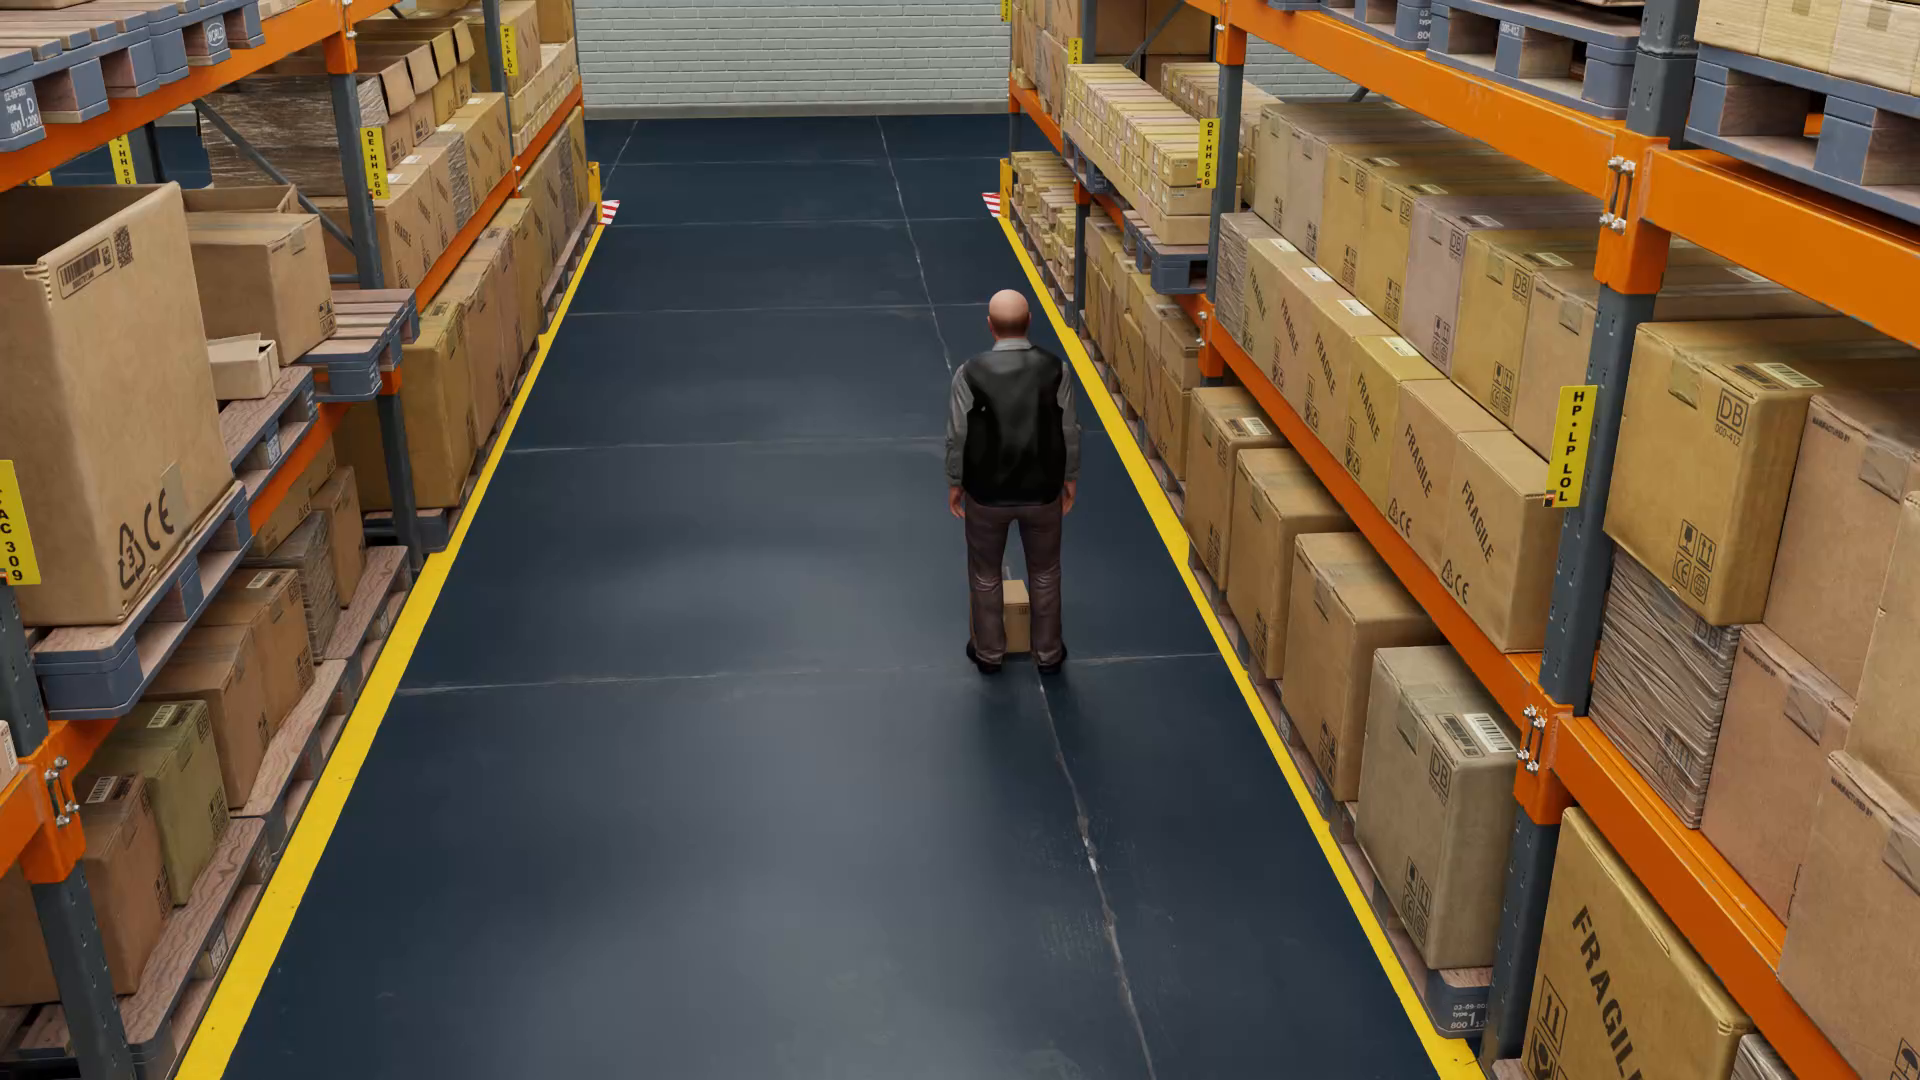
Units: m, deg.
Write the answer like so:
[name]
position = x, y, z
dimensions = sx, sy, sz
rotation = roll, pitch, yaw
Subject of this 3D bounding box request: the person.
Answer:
[person]
position = 0.224, -0.217, 7.129
dimensions = 0.579, 1.720, 0.468
rotation = -2, 24, -5
